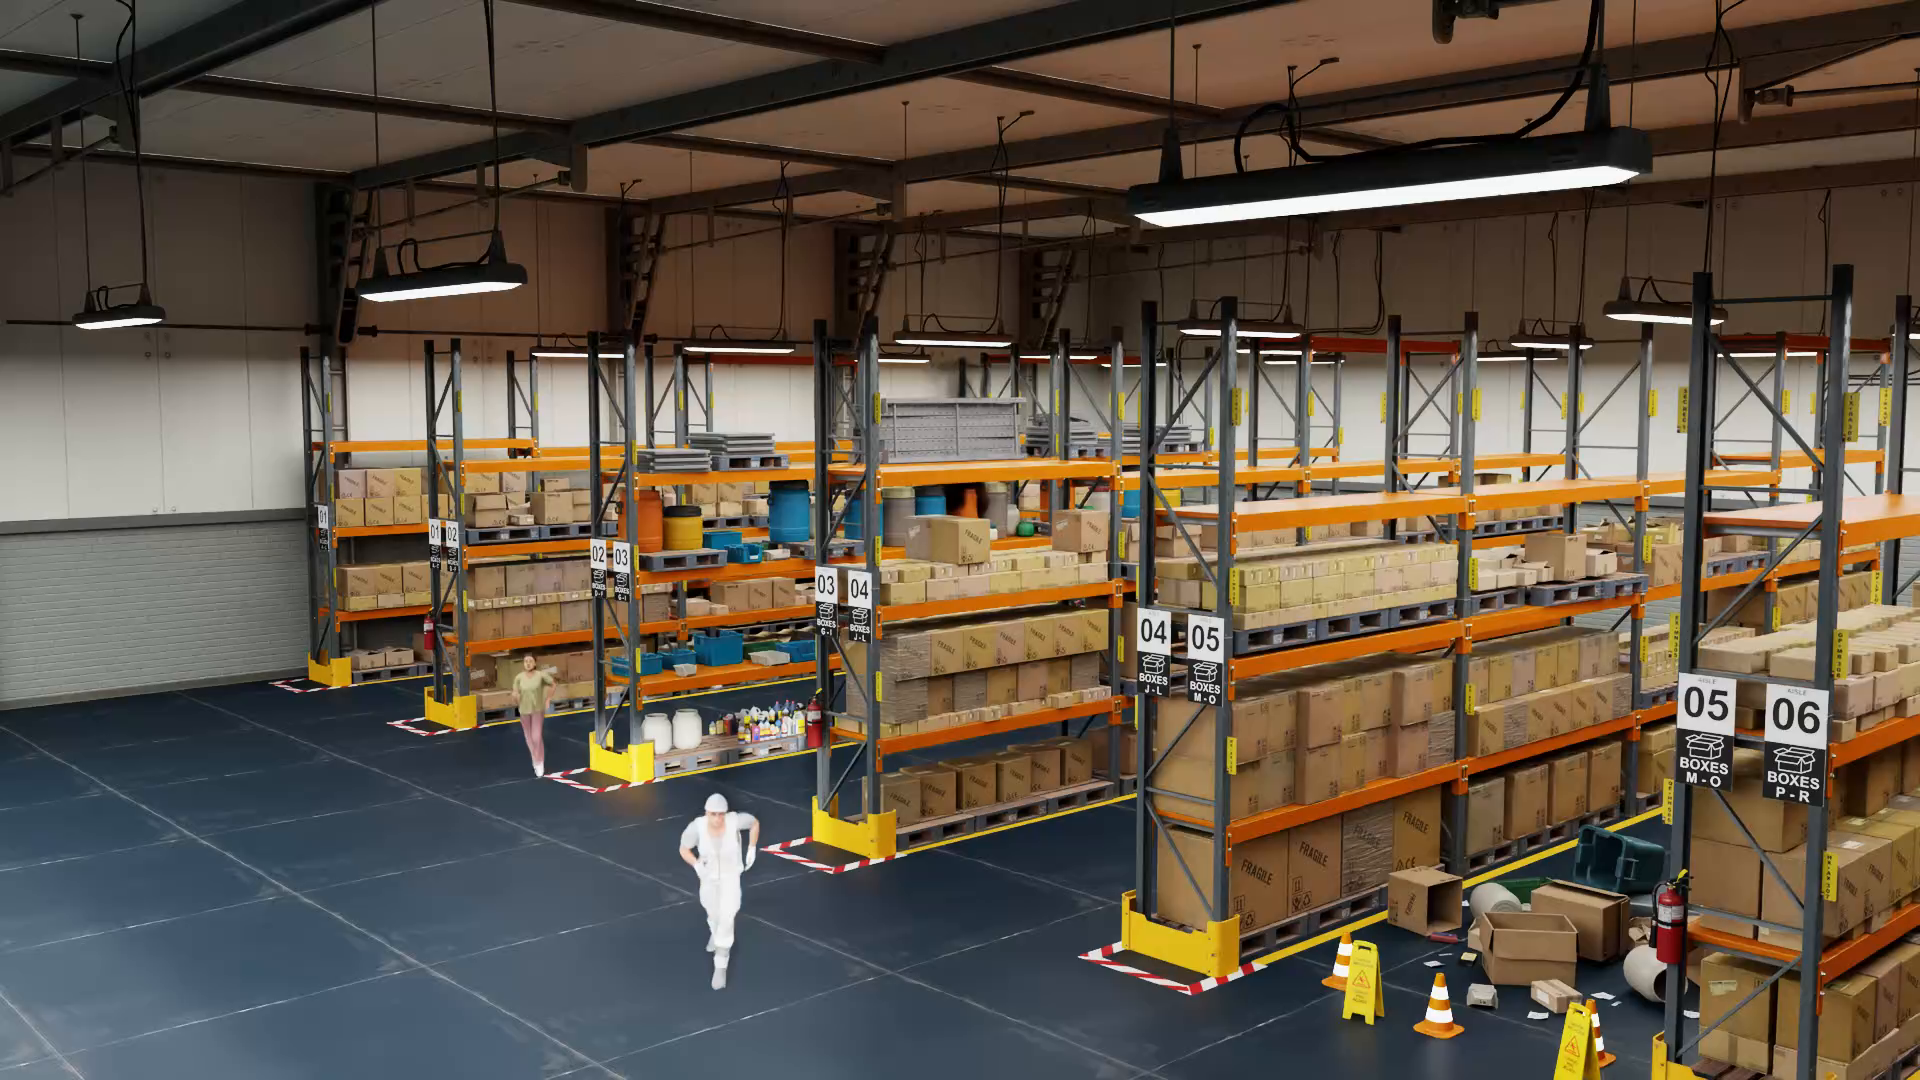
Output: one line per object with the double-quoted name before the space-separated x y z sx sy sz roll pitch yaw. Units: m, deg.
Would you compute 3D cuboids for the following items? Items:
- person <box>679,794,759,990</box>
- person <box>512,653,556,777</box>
"person" -2.146 3.036 14.856 0.704 1.731 1.056 -1 5 -9
"person" -5.787 2.361 22.518 0.554 1.684 0.679 0 5 1
